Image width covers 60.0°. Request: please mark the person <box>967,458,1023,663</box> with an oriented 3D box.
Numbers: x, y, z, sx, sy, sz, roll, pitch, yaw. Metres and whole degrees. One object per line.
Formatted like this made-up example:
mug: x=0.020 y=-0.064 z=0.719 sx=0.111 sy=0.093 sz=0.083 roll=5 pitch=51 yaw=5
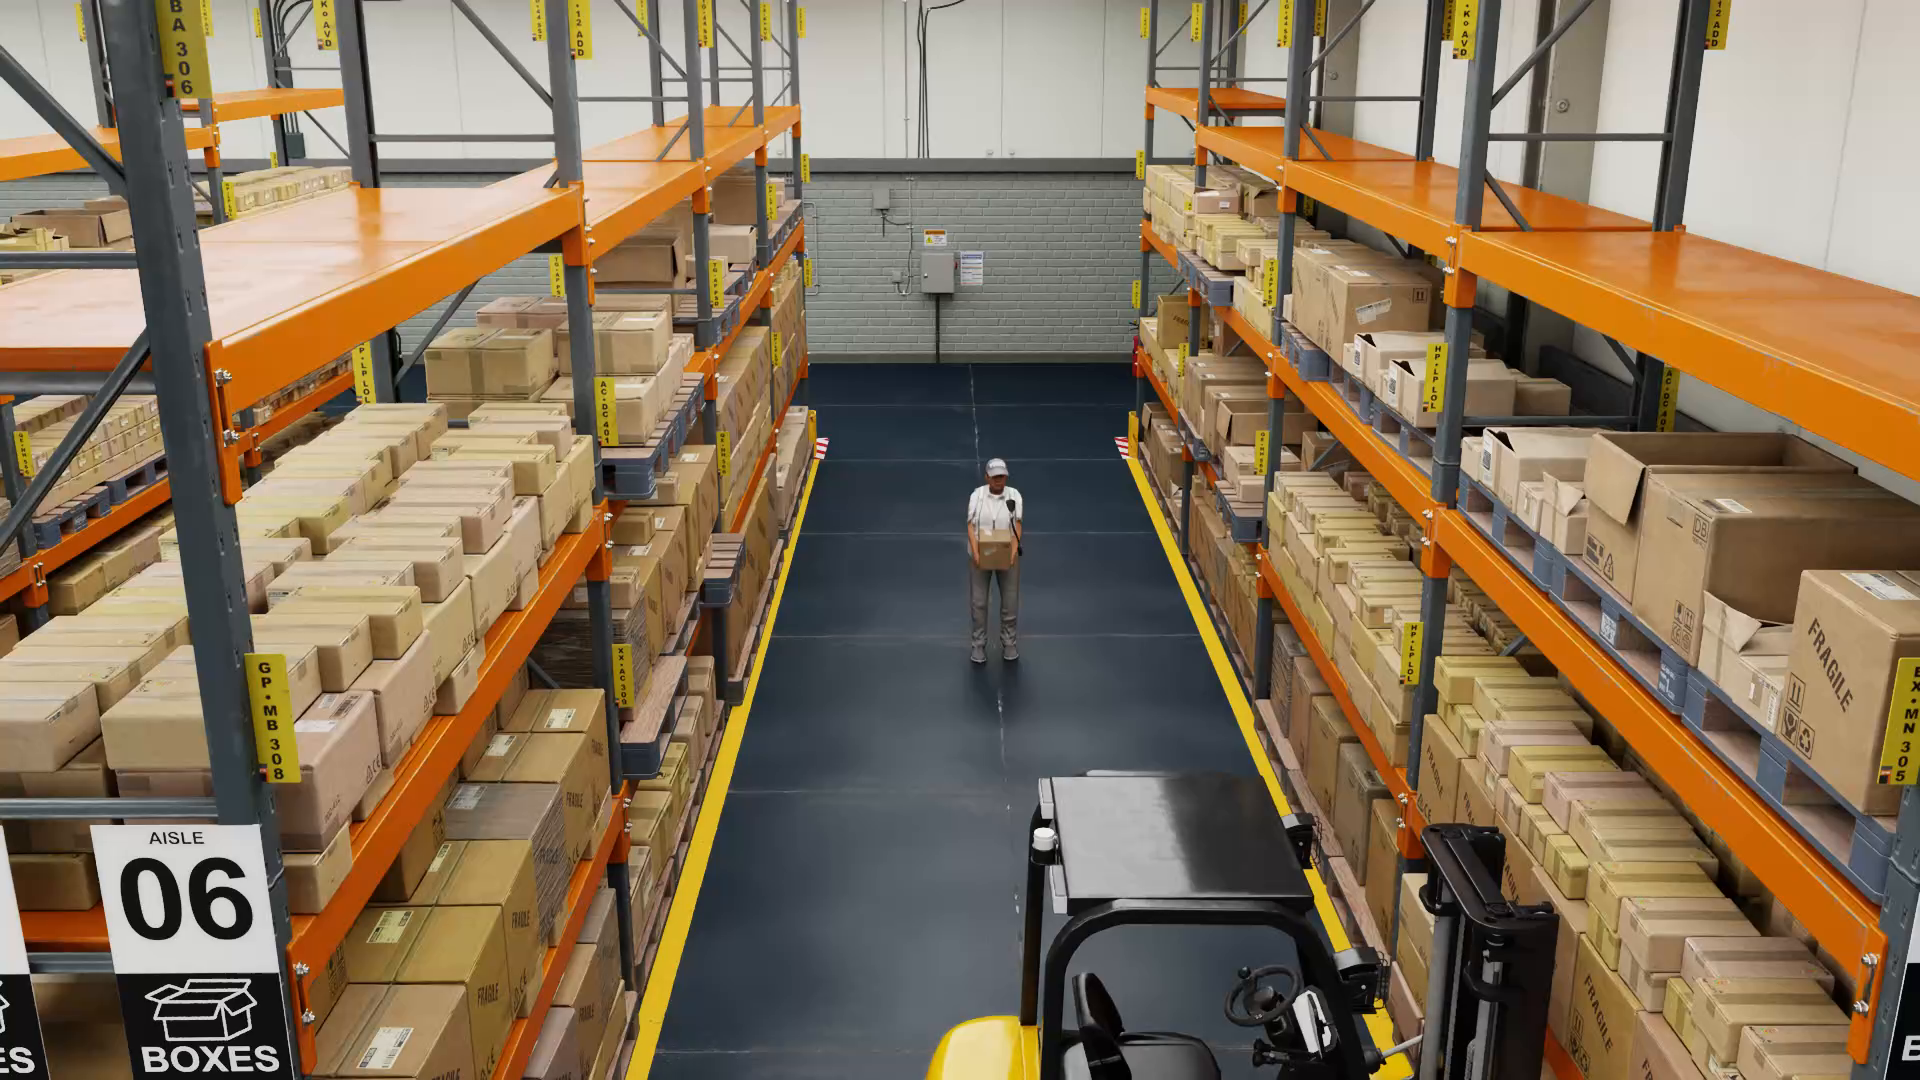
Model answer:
person: x=0.284 y=0.175 z=13.495 sx=0.454 sy=1.659 sz=0.520 roll=0 pitch=17 yaw=0
